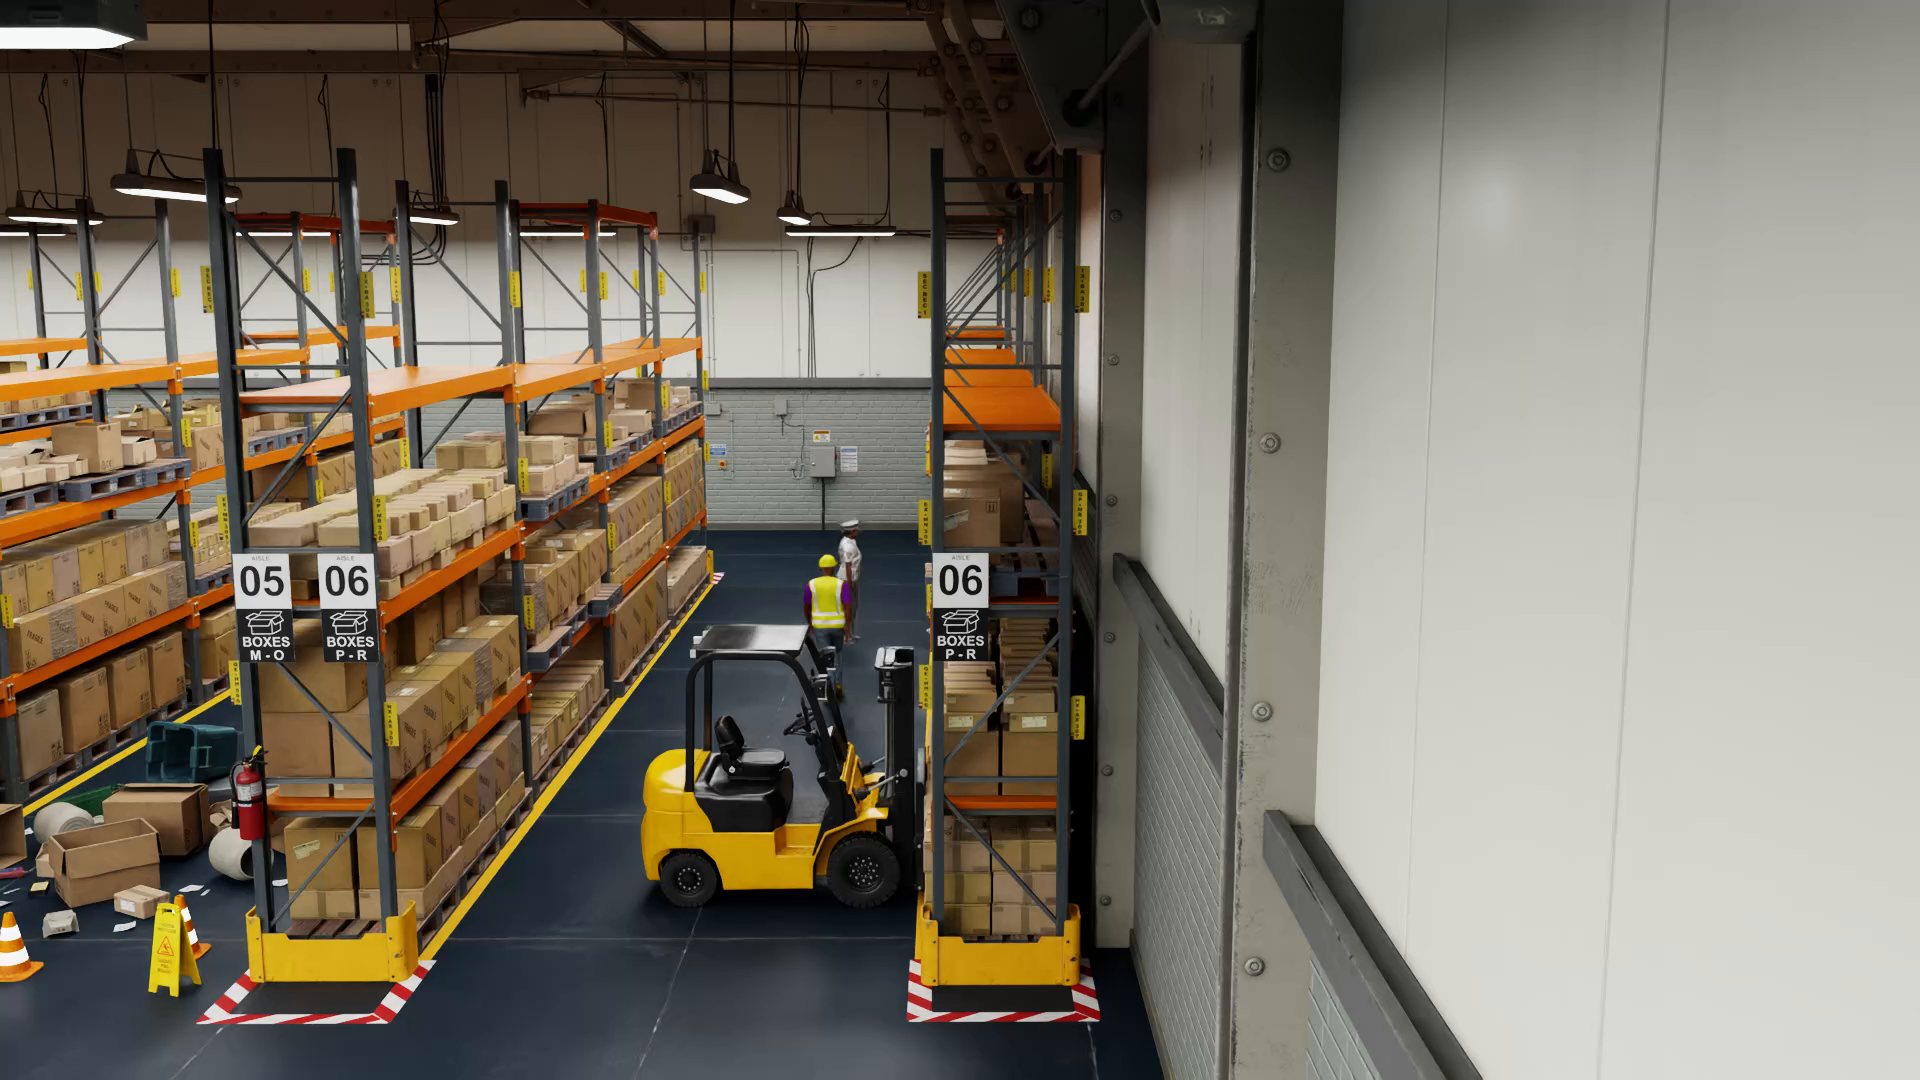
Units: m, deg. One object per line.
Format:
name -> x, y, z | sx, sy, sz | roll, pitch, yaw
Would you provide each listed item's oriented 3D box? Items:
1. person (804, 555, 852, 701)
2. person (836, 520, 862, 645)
person -> -1.620, 1.075, 20.225 | 0.540, 1.805, 0.620 | -3, 10, -17
person -> -1.525, 0.569, 22.906 | 0.365, 1.686, 0.470 | 1, 9, 7
